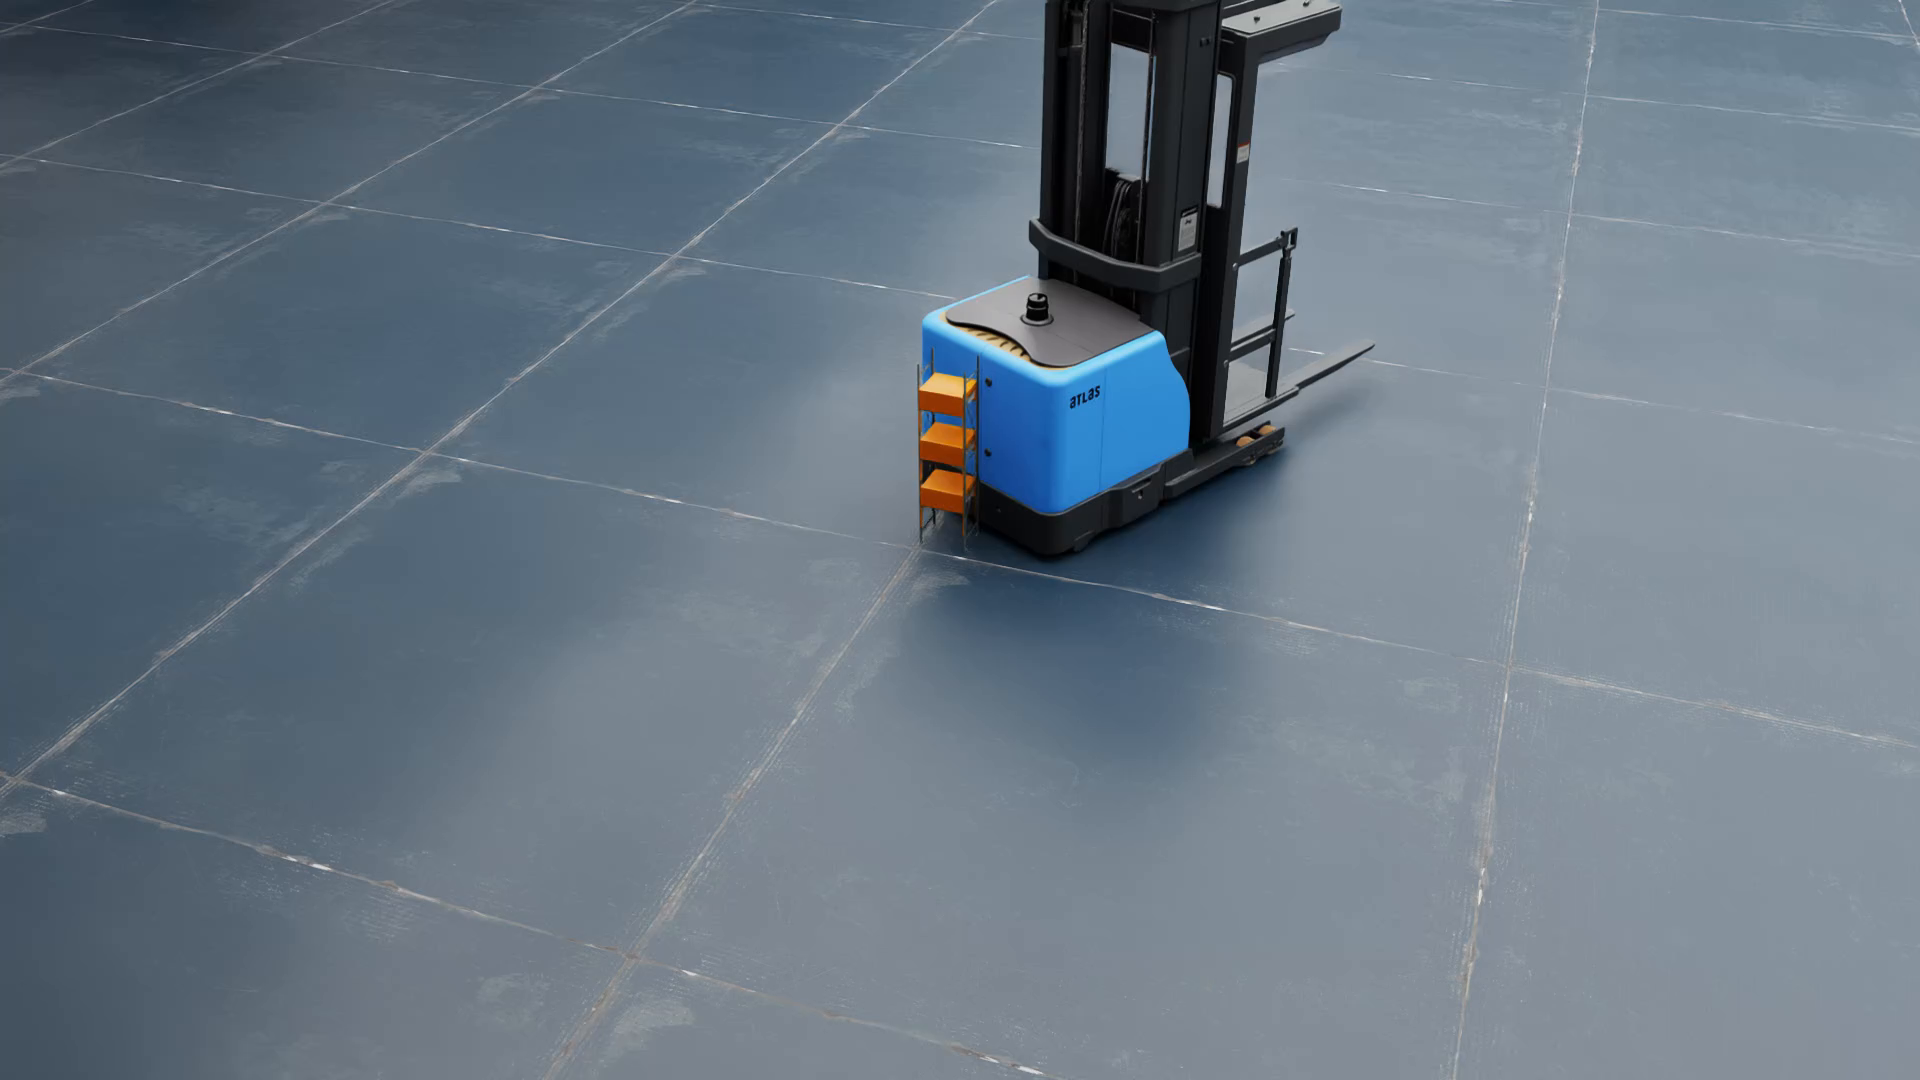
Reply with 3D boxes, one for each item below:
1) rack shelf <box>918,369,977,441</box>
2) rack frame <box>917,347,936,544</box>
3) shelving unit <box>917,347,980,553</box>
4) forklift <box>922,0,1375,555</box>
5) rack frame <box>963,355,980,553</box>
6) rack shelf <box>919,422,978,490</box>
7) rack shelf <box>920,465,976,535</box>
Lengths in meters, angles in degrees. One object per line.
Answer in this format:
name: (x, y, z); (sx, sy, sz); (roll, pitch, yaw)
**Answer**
rack shelf: (-0.056, -0.678, 8.328); (0.240, 0.259, 0.215); (12, 35, 18)
rack frame: (-0.170, -0.472, 8.514); (0.008, 1.050, 0.200); (12, 35, 18)
shelving unit: (-0.056, -0.448, 8.476); (0.252, 1.050, 0.215); (12, 35, 18)
forklift: (1.214, -1.835, 8.890); (3.031, 2.935, 1.130); (-26, 41, -35)
rack frame: (0.057, -0.424, 8.438); (0.008, 1.050, 0.200); (12, 35, 18)
rack shelf: (-0.056, -0.439, 8.482); (0.240, 0.259, 0.215); (12, 35, 18)
rack shelf: (-0.056, -0.206, 8.633); (0.240, 0.259, 0.215); (12, 35, 18)
